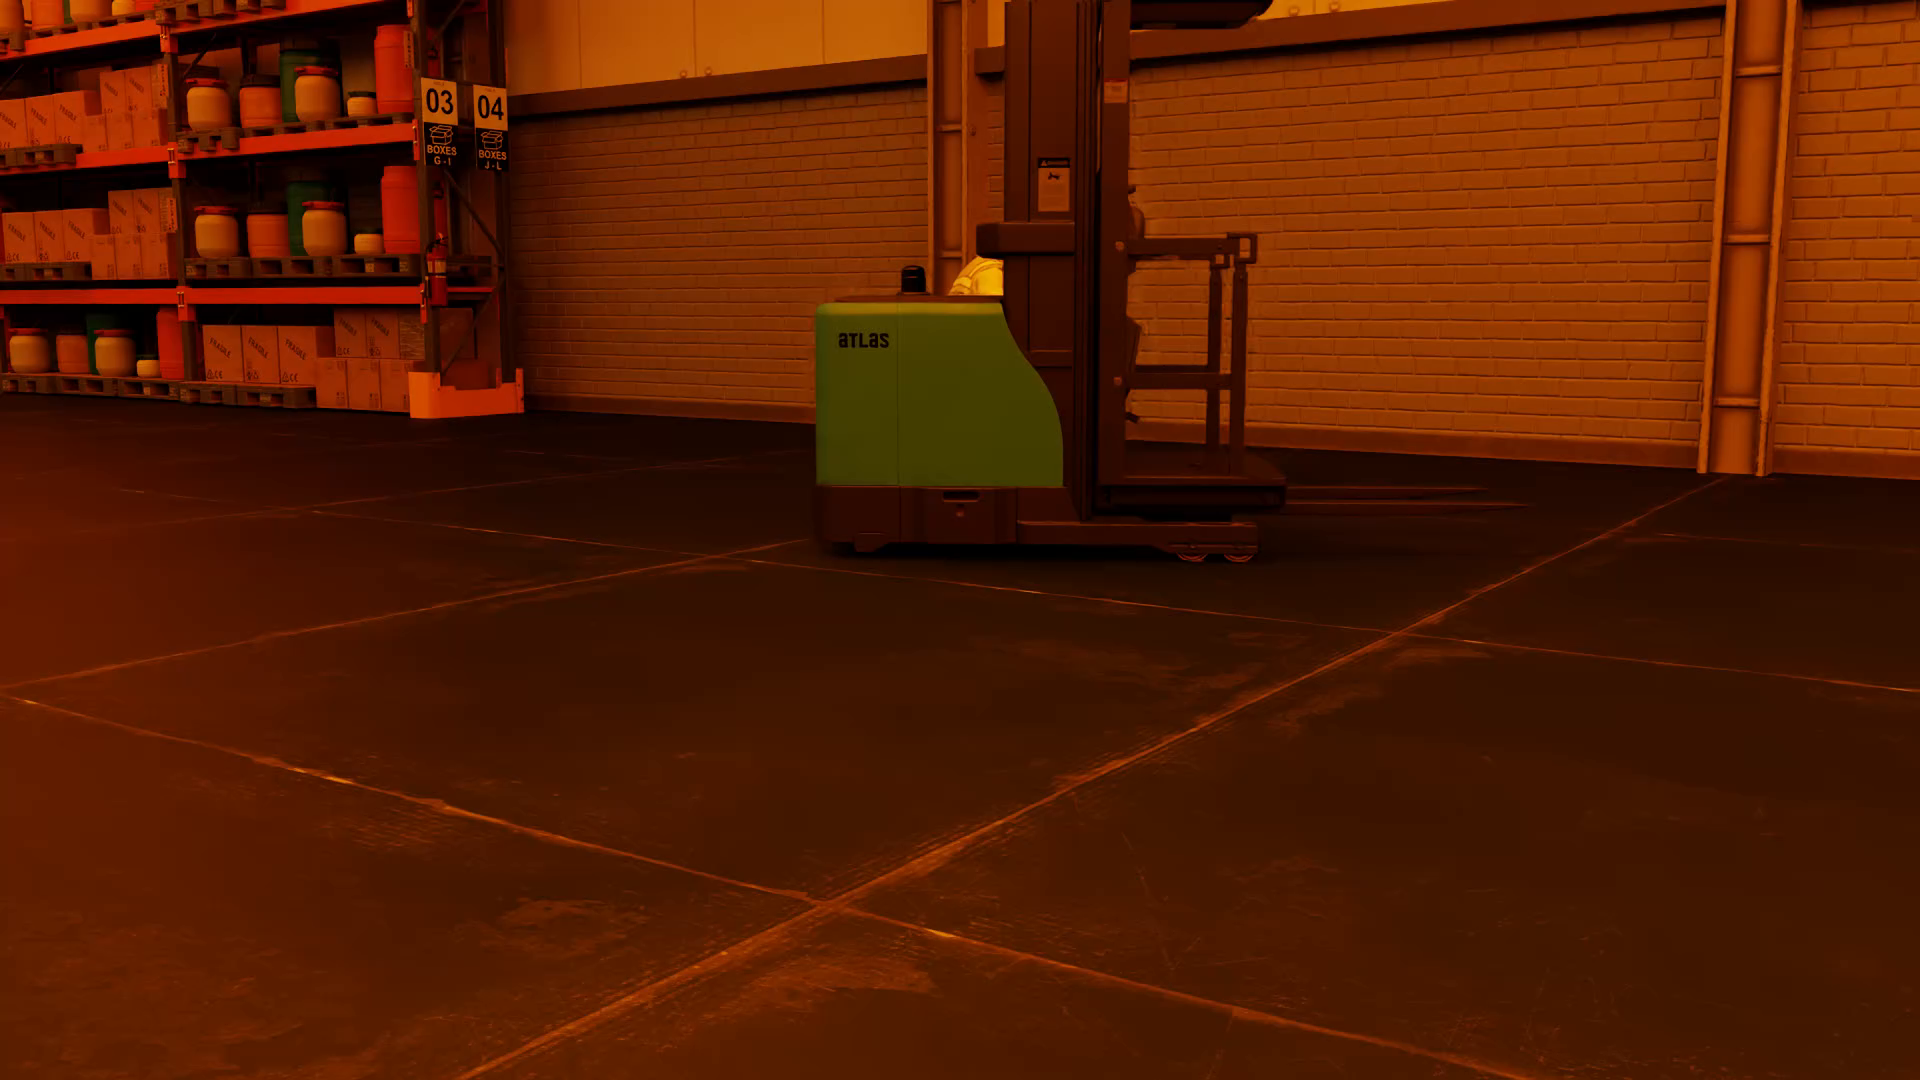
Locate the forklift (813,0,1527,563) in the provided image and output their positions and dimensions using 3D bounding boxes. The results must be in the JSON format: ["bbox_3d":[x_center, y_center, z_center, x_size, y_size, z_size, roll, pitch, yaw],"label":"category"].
[{"bbox_3d":[0.909,-1.433,7.273,3.031,2.935,1.130,0,8,3],"label":"forklift"}]

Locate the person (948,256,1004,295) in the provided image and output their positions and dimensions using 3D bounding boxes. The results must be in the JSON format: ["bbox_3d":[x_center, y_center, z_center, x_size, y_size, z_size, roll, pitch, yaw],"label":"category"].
[{"bbox_3d":[0.293,-0.915,8.760,0.953,1.512,1.080,-3,9,-22],"label":"person"}]
